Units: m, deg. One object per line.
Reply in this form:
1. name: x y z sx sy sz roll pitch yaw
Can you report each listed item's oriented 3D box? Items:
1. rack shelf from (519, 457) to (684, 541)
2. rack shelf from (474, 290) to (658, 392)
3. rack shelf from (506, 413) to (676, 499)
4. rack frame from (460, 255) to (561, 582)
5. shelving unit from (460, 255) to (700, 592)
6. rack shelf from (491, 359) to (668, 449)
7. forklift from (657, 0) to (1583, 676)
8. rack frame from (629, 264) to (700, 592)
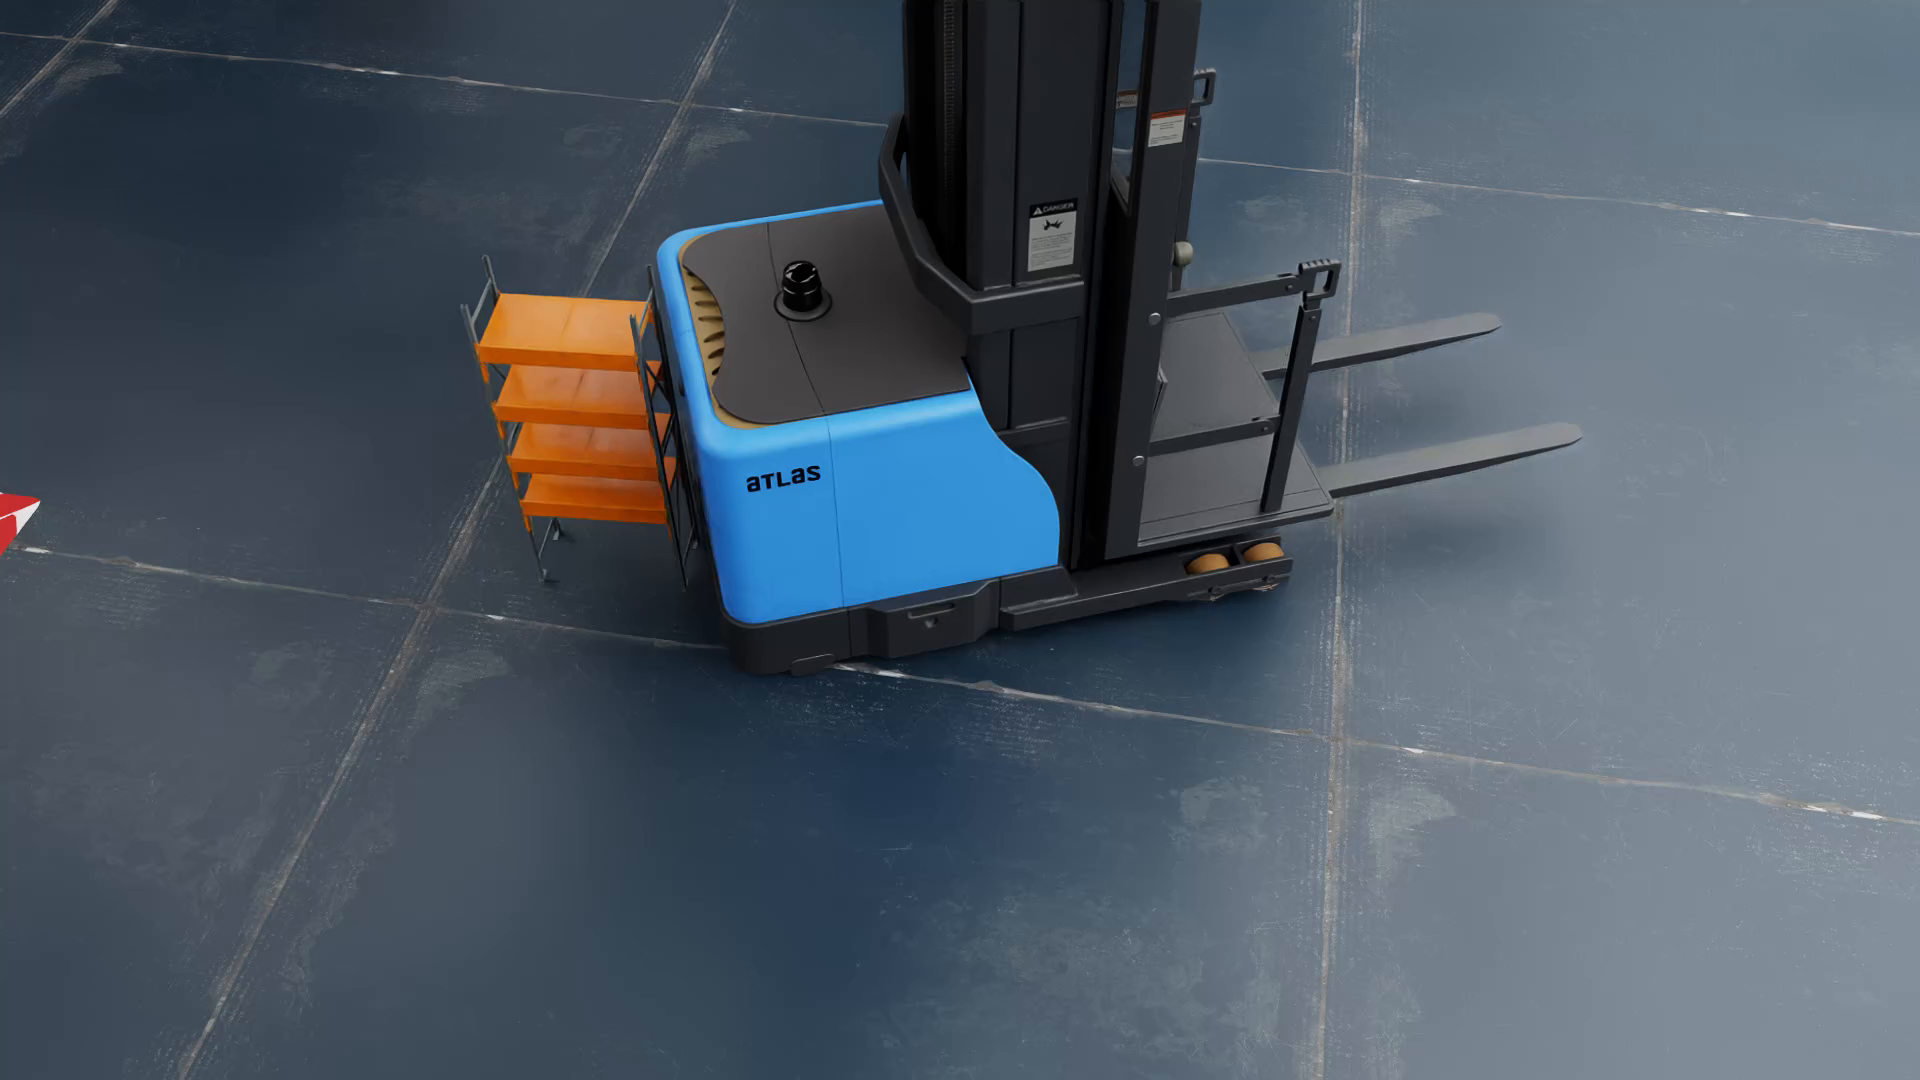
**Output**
1. rack shelf: -1.161 -0.154 5.439 0.480 0.148 0.258 4 48 3
2. rack shelf: -1.161 -0.594 4.949 0.480 0.148 0.258 4 48 3
3. rack shelf: -1.161 -0.286 5.291 0.480 0.148 0.258 4 48 3
4. rack frame: -1.404 -0.347 5.256 0.015 1.200 0.240 4 48 3
5. shelving unit: -1.161 -0.331 5.241 0.503 1.200 0.258 4 48 3
6. rack shelf: -1.161 -0.436 5.125 0.480 0.148 0.258 4 48 3
7. forklift: 0.619 -1.147 4.810 3.031 2.935 1.130 -11 49 -10
8. rack frame: -0.918 -0.315 5.227 0.015 1.200 0.240 4 48 3
